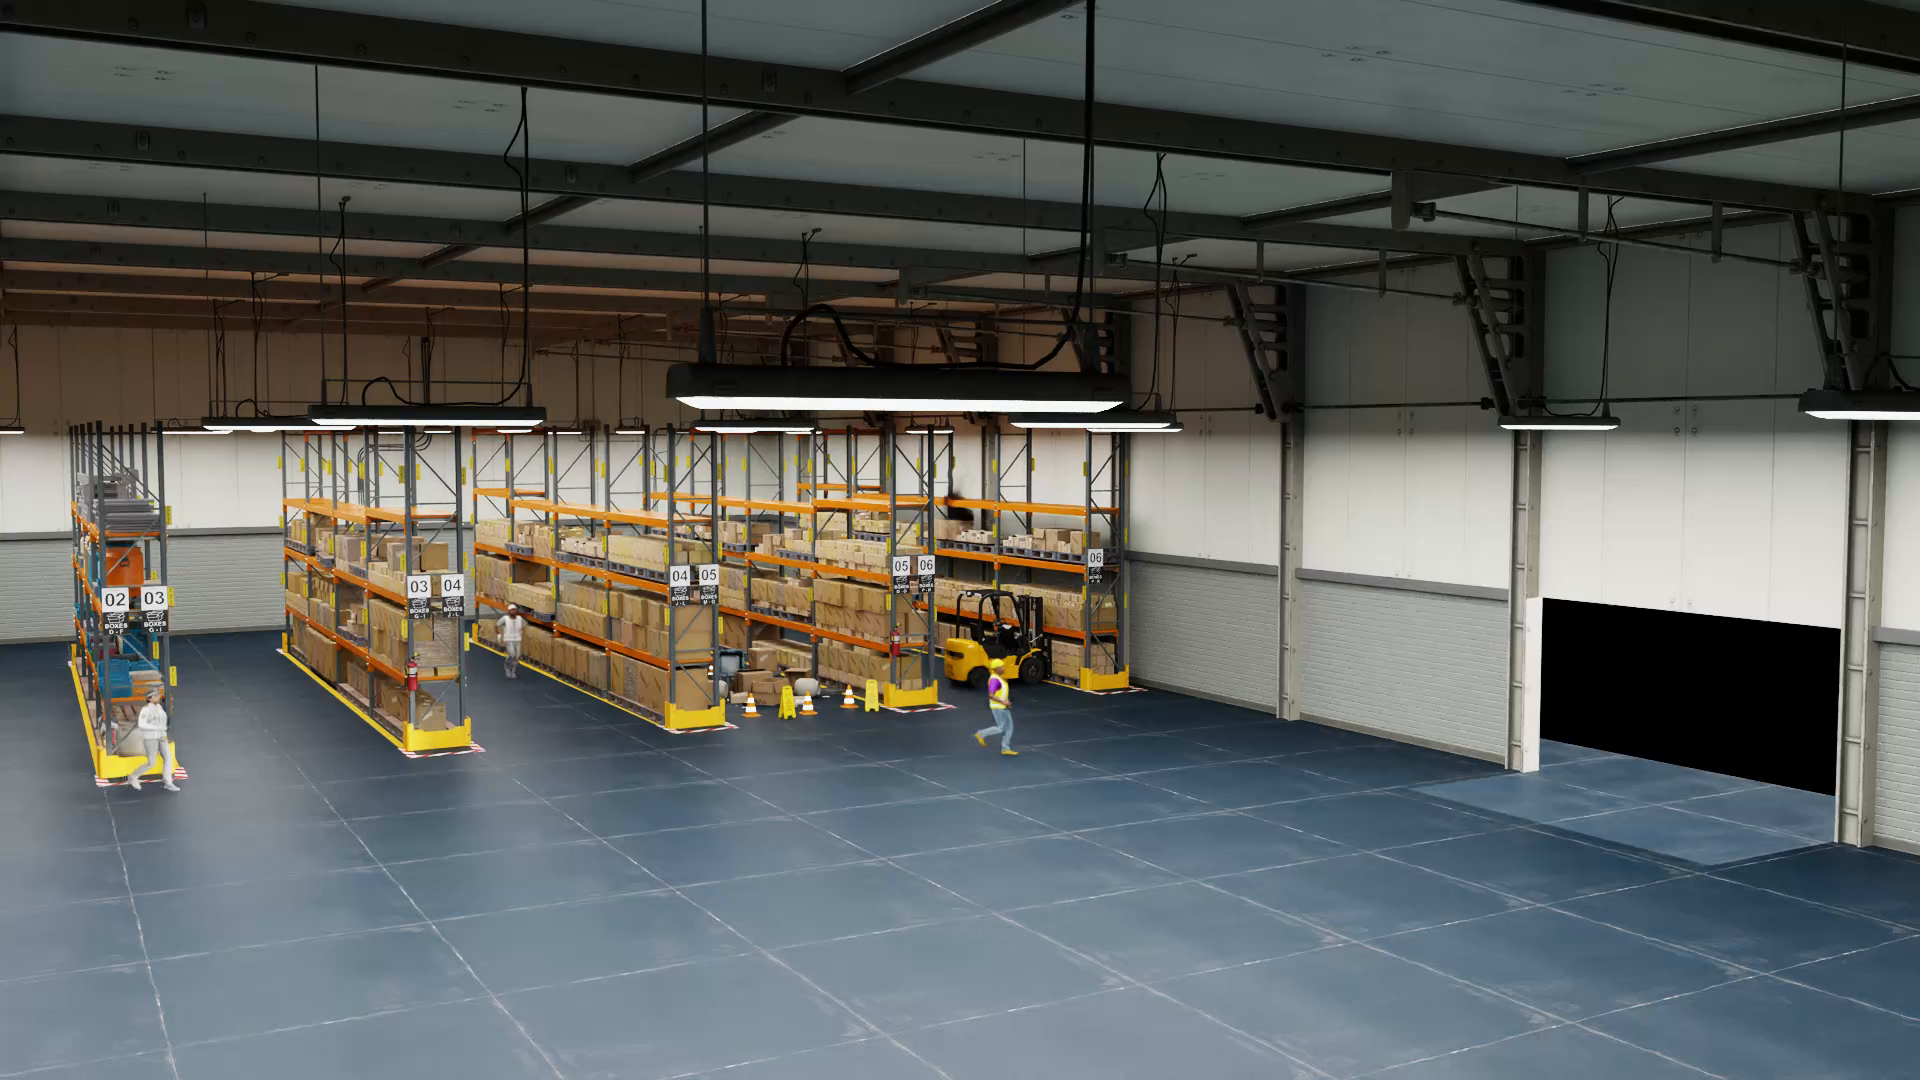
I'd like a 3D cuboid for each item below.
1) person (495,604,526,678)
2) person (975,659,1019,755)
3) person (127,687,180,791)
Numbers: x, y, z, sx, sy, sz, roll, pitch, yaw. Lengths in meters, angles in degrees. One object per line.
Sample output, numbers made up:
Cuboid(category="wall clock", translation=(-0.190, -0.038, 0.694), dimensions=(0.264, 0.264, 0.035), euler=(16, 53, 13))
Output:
Cuboid(category="person", translation=(-10.575, 2.399, 39.354), dimensions=(0.665, 1.745, 0.665), euler=(-3, 4, -37))
Cuboid(category="person", translation=(0.673, 3.007, 29.943), dimensions=(0.787, 1.734, 0.698), euler=(1, 4, 11))
Cuboid(category="person", translation=(-13.006, 3.218, 26.791), dimensions=(0.825, 1.702, 0.639), euler=(0, 4, 3))
